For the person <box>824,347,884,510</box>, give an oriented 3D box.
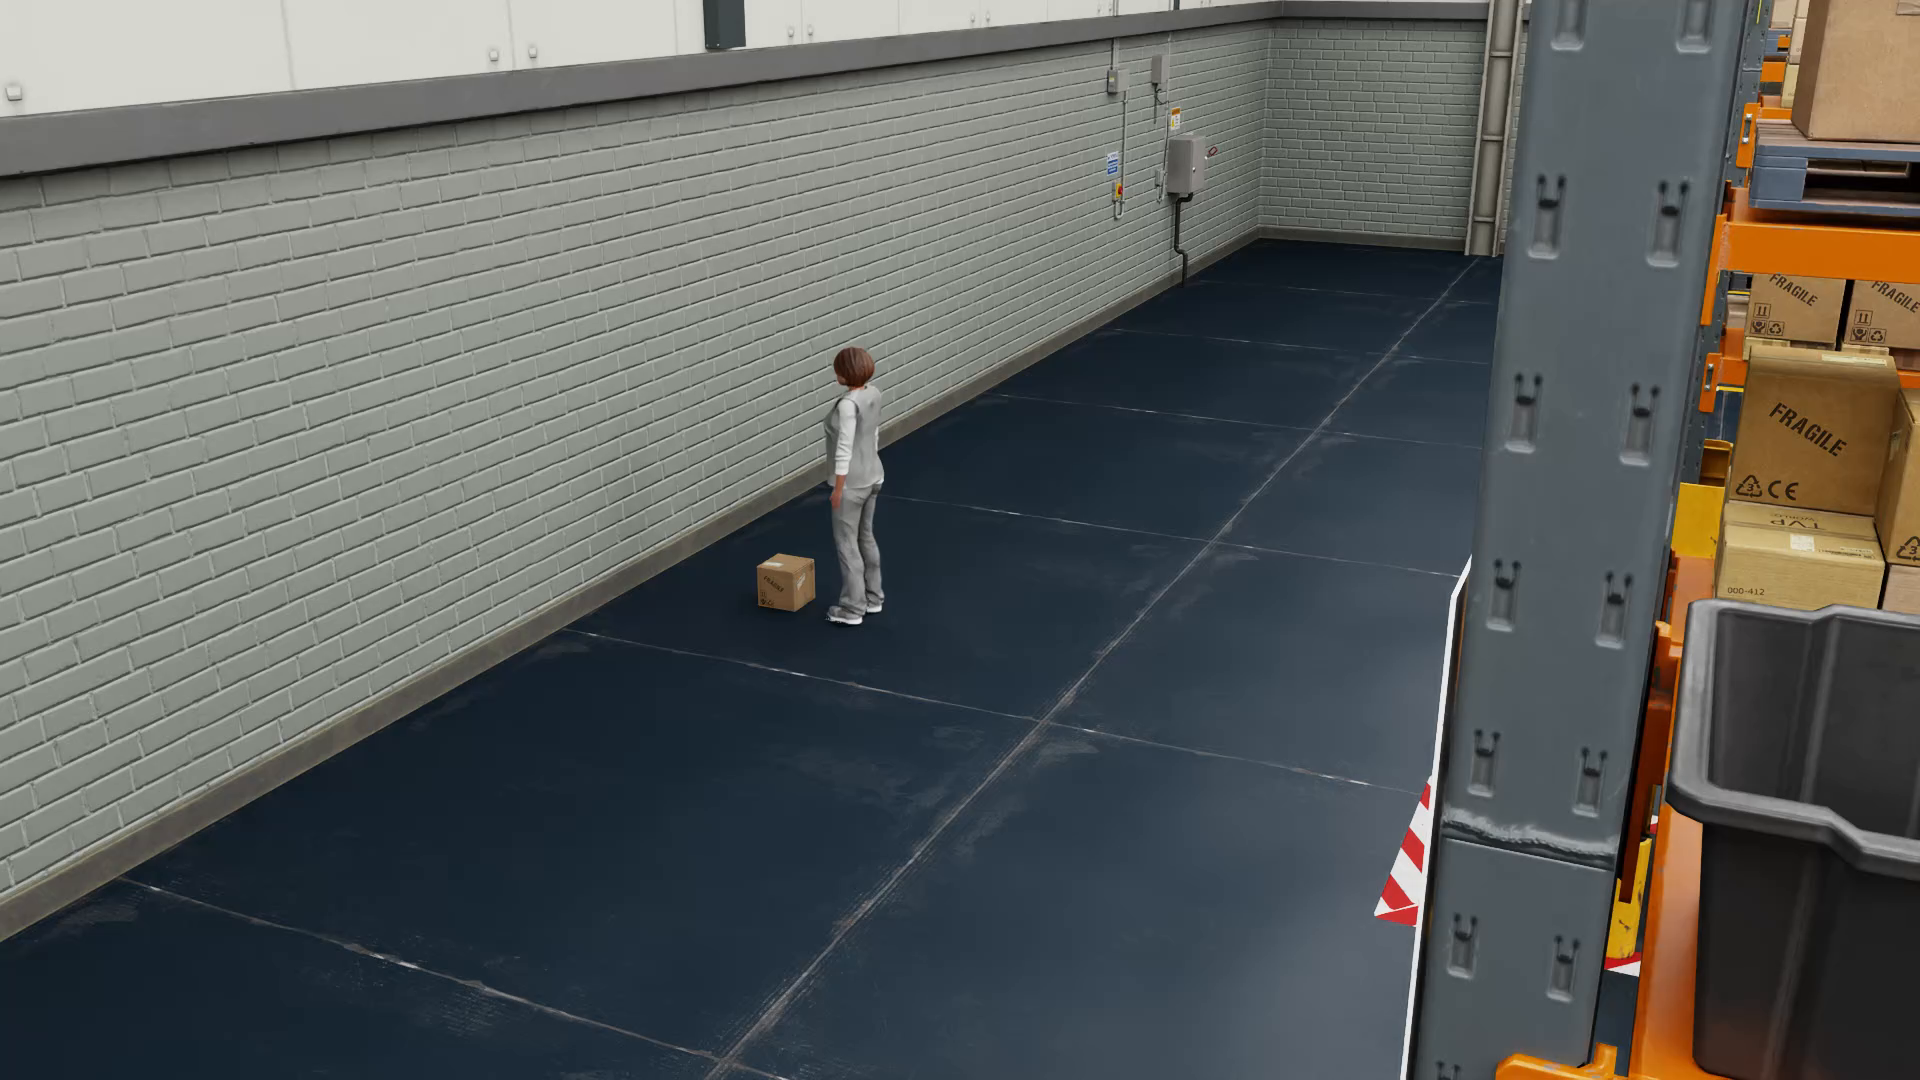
[{"bbox_3d":[-0.598,-0.633,9.368,0.302,0.930,0.414,9,21,23],"label":"person"}]
